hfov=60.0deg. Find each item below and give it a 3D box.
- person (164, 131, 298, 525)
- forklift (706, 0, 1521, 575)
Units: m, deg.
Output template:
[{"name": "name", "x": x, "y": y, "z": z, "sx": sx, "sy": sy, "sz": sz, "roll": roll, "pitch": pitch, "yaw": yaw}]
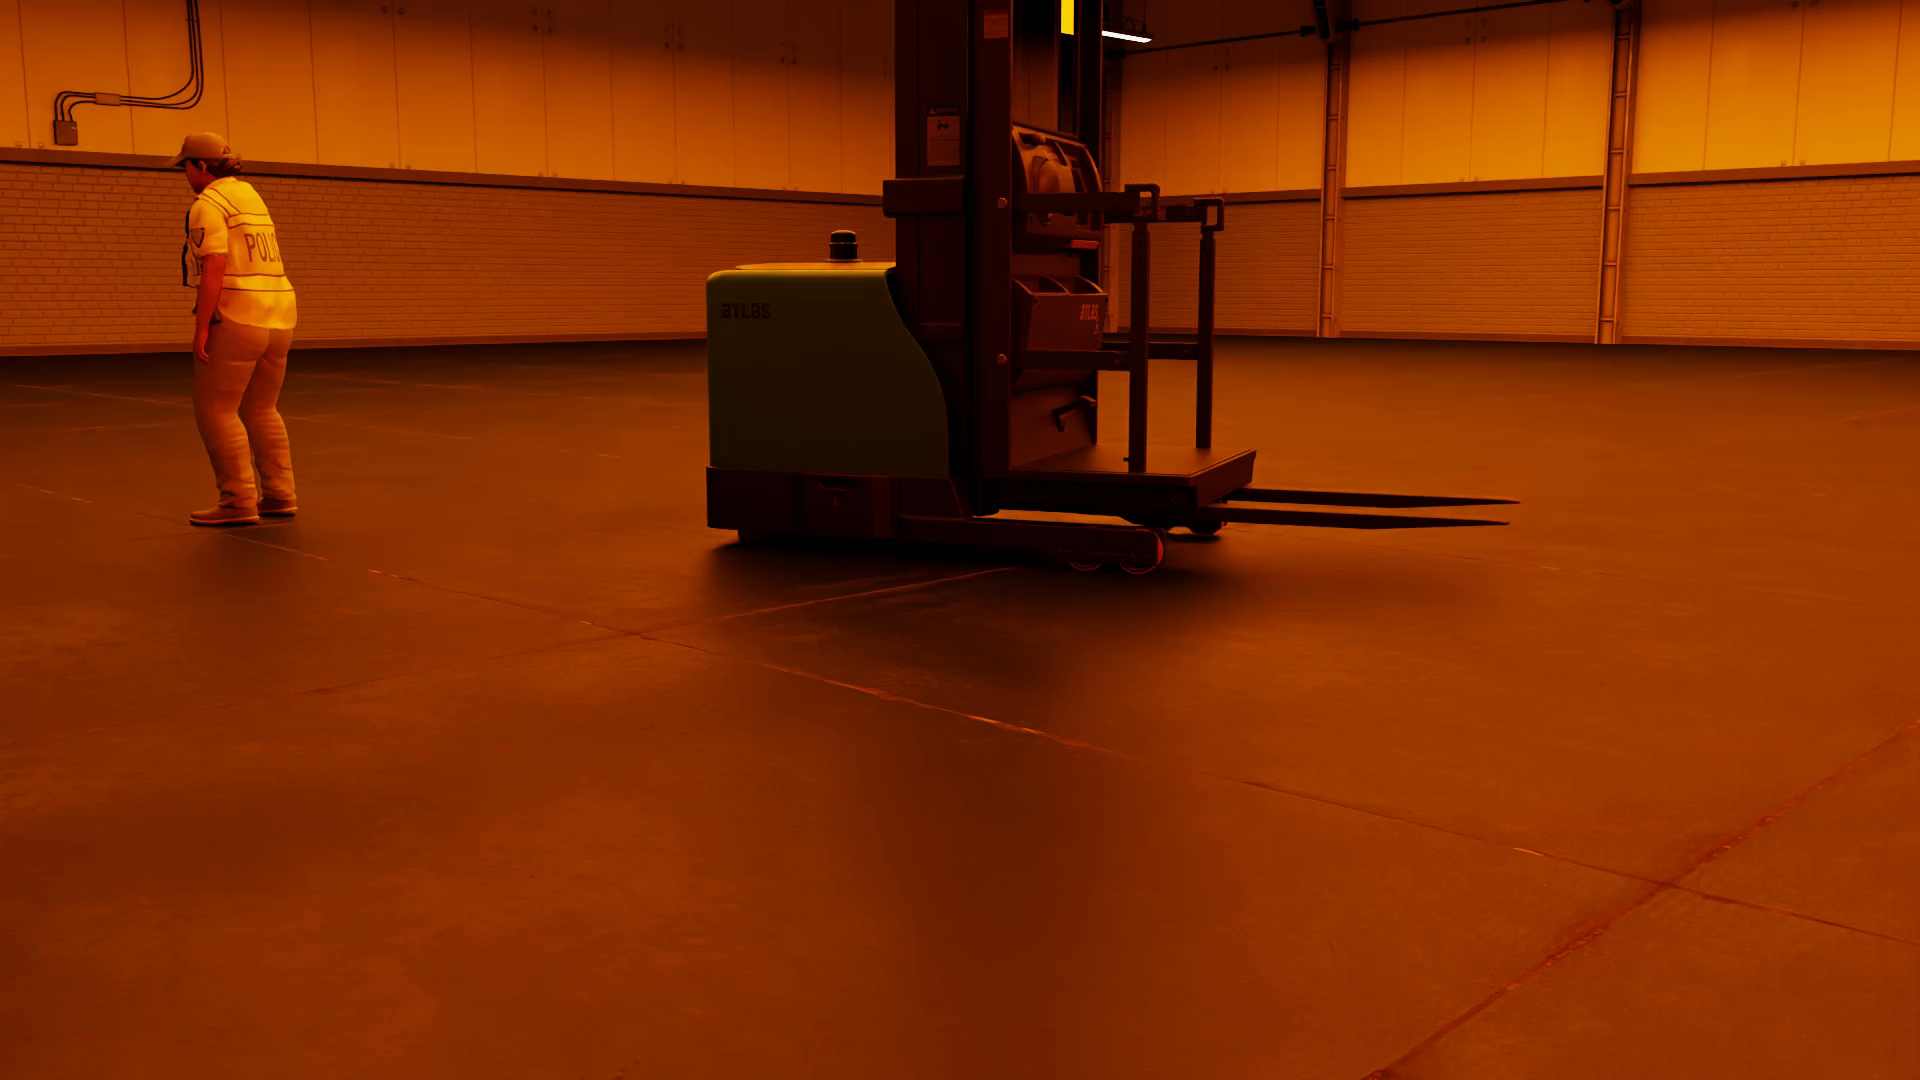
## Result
[{"name": "person", "x": -3.135, "y": -0.912, "z": 7.190, "sx": 0.468, "sy": 1.665, "sz": 0.558, "roll": 1, "pitch": 9, "yaw": 9}, {"name": "forklift", "x": 0.565, "y": -1.416, "z": 6.275, "sx": 3.031, "sy": 2.935, "sz": 1.130, "roll": 3, "pitch": 9, "yaw": 22}]
